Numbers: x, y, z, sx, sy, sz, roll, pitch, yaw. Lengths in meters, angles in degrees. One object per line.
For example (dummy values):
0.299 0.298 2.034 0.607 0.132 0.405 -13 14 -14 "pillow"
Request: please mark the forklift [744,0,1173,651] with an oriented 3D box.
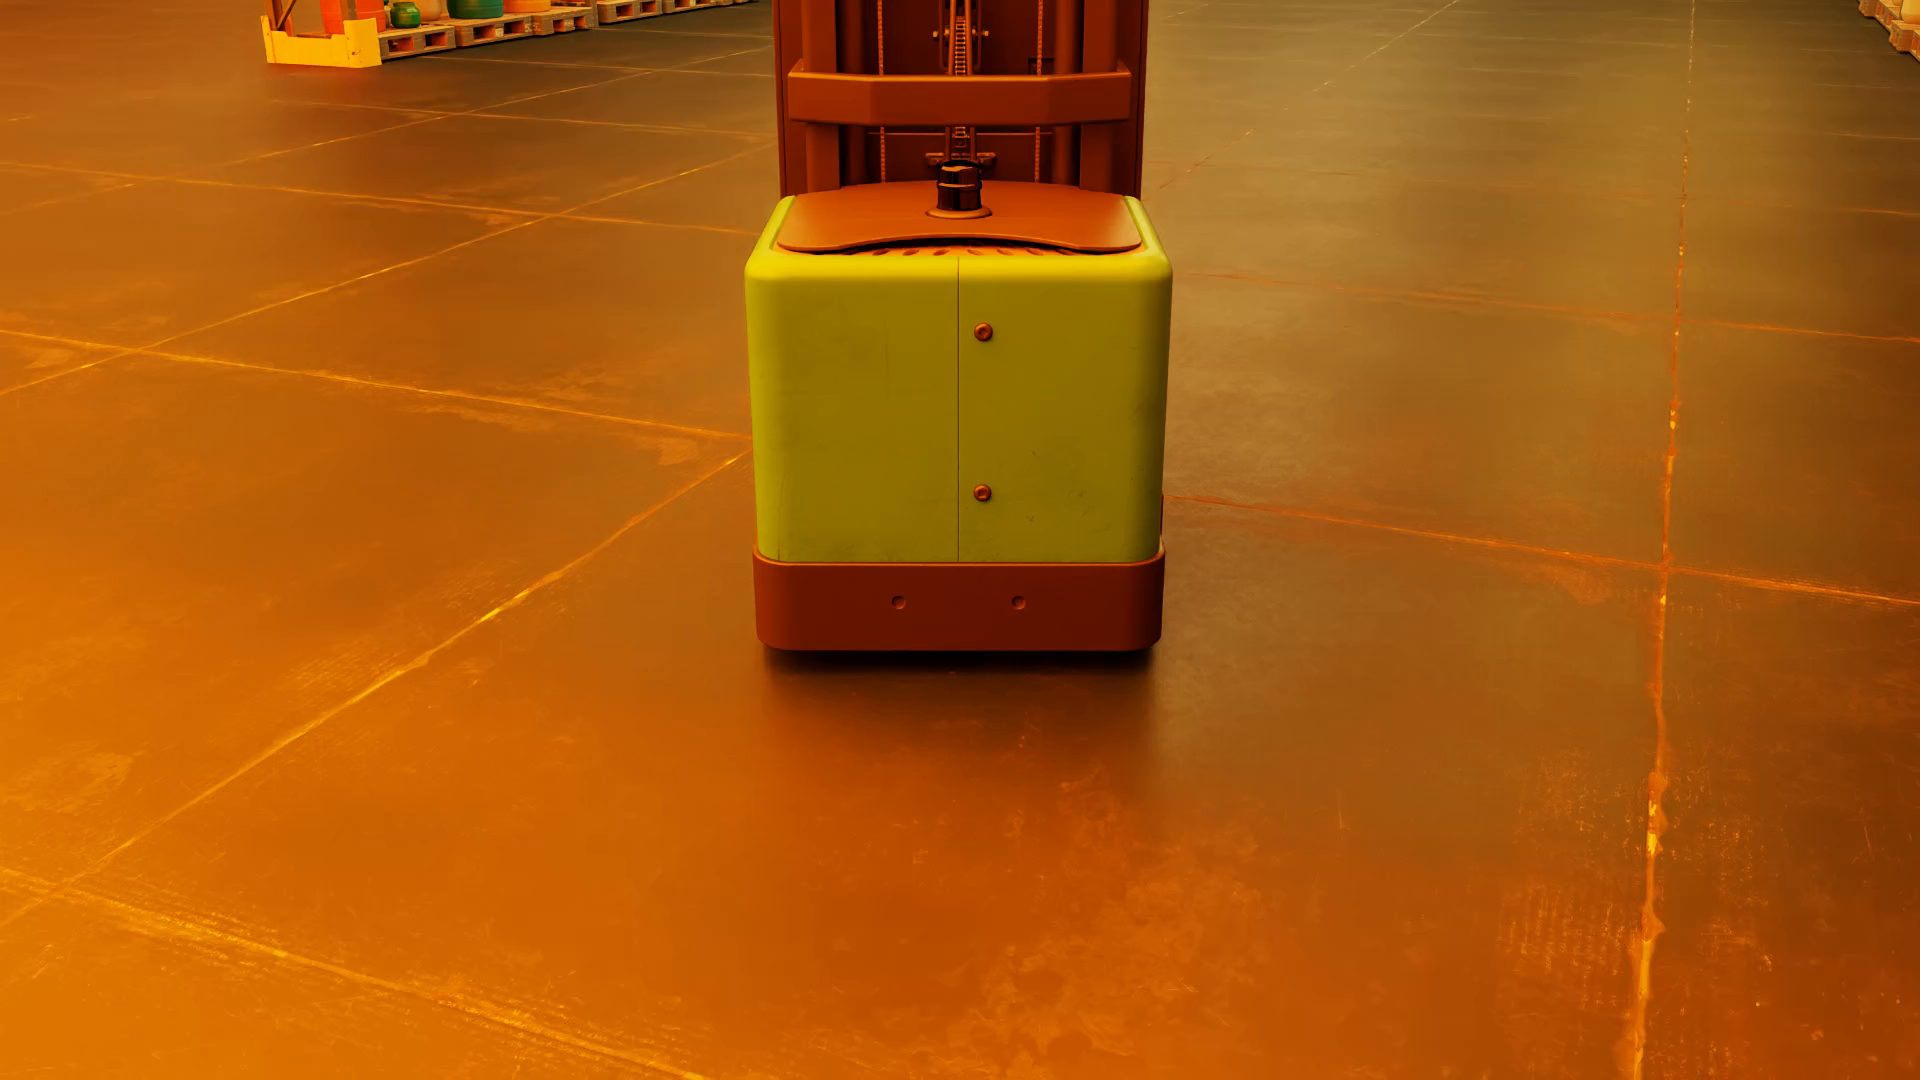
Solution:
0.002 -1.587 5.089 1.130 2.935 3.031 0 23 0 "forklift"
